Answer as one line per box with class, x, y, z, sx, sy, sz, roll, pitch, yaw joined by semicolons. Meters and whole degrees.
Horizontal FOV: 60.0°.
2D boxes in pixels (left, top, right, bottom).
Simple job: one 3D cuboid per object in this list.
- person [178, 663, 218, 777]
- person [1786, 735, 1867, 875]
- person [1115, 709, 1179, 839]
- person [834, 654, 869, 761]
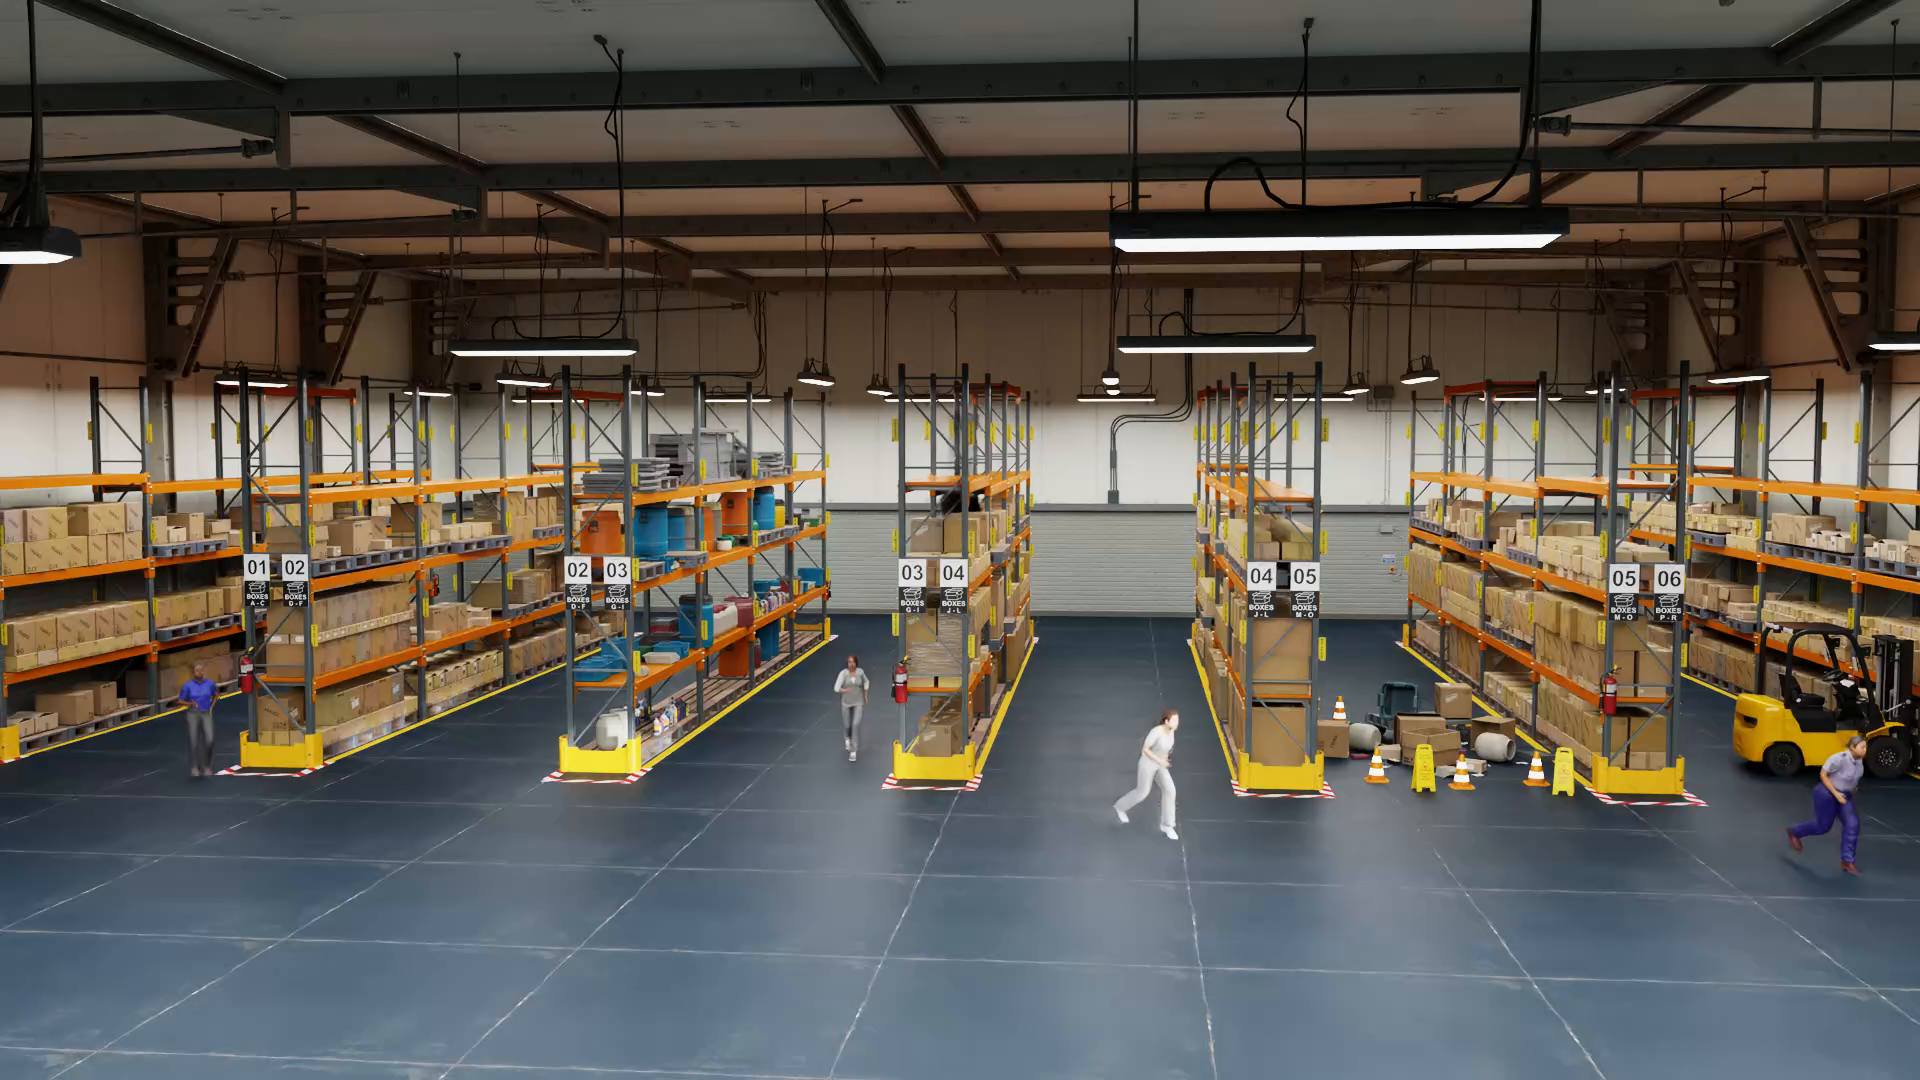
person;-11.069;2.644;24.235;0.578;1.694;0.616;-3;4;-35
person;10.058;3.011;19.269;0.628;1.597;0.946;-2;4;-31
person;2.358;2.886;20.861;1.004;1.622;0.601;3;5;40
person;-1.663;2.541;25.573;0.537;1.587;0.881;0;4;-5
